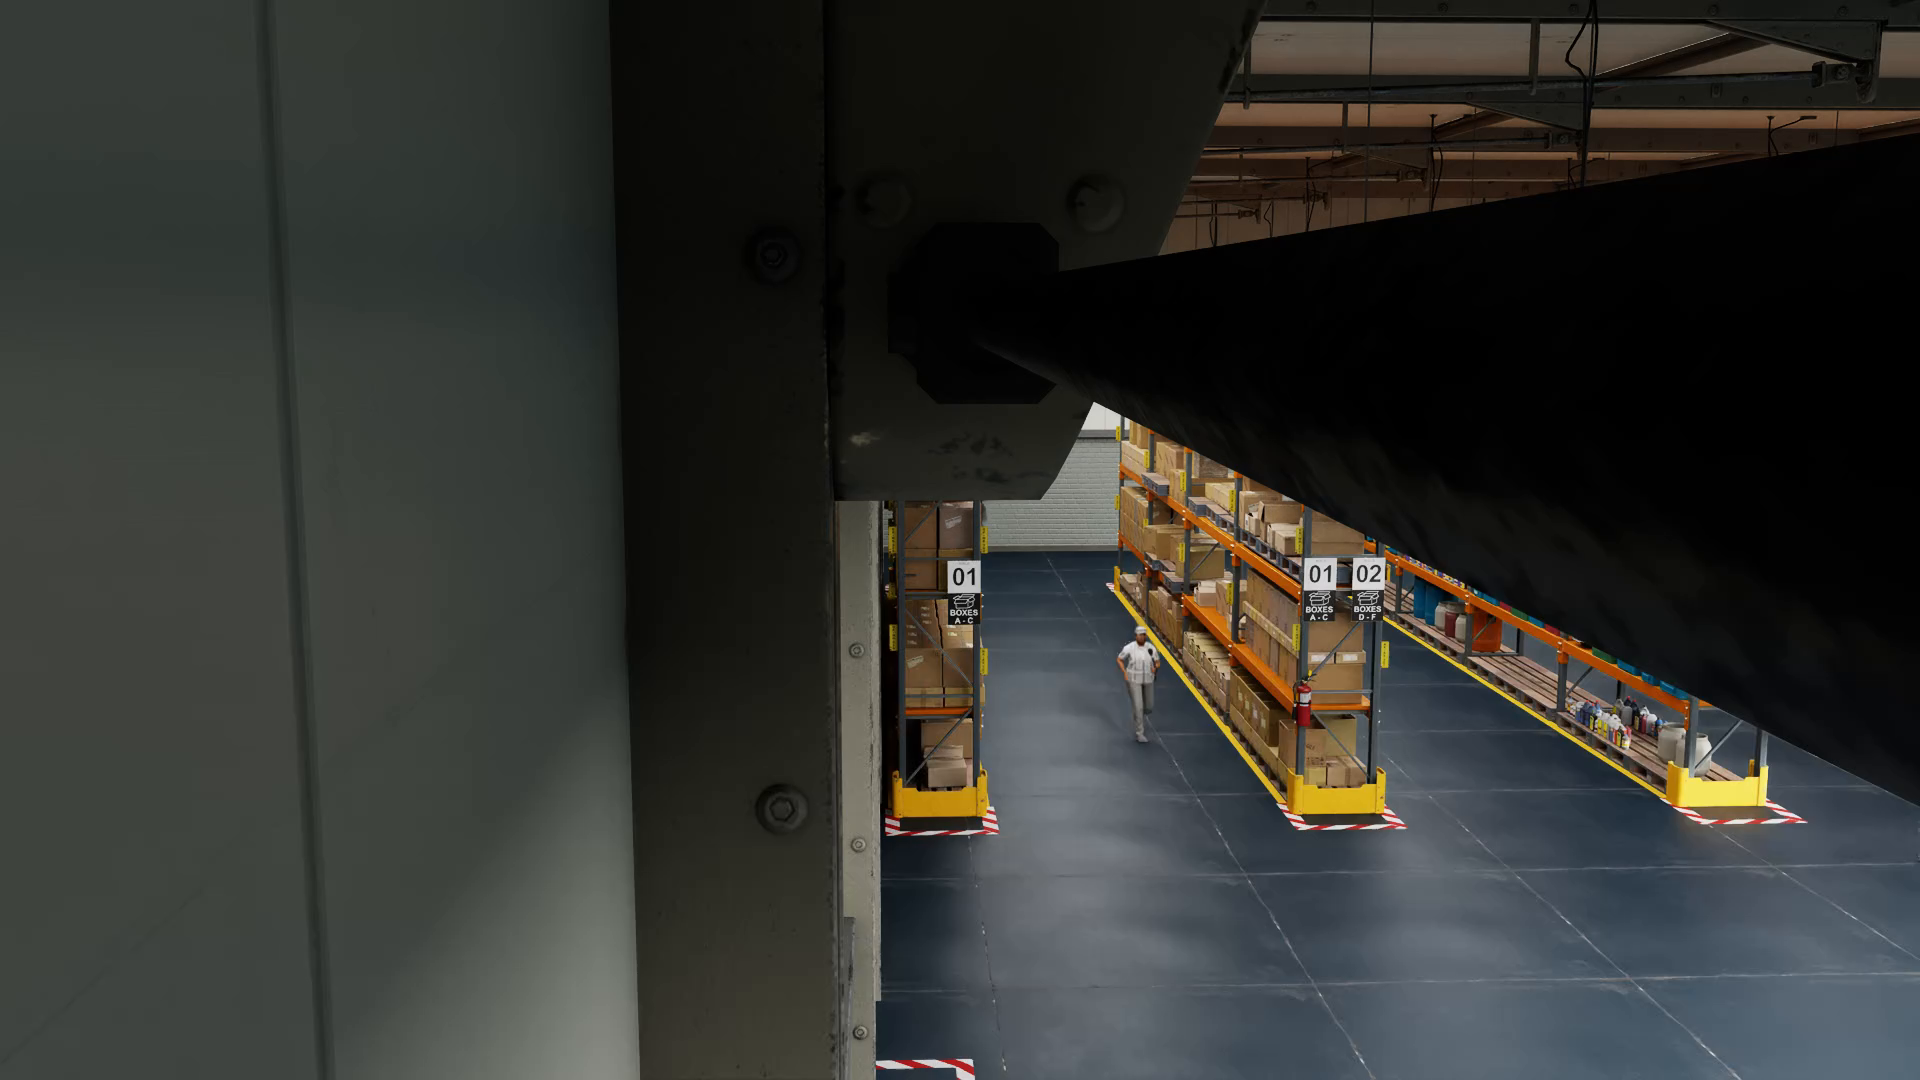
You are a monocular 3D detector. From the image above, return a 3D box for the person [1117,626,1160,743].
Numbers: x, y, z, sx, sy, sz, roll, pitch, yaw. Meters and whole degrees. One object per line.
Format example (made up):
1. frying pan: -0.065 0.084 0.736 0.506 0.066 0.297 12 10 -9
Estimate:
1. person: 2.607 2.056 24.159 0.620 1.634 0.823 -2 8 -11
